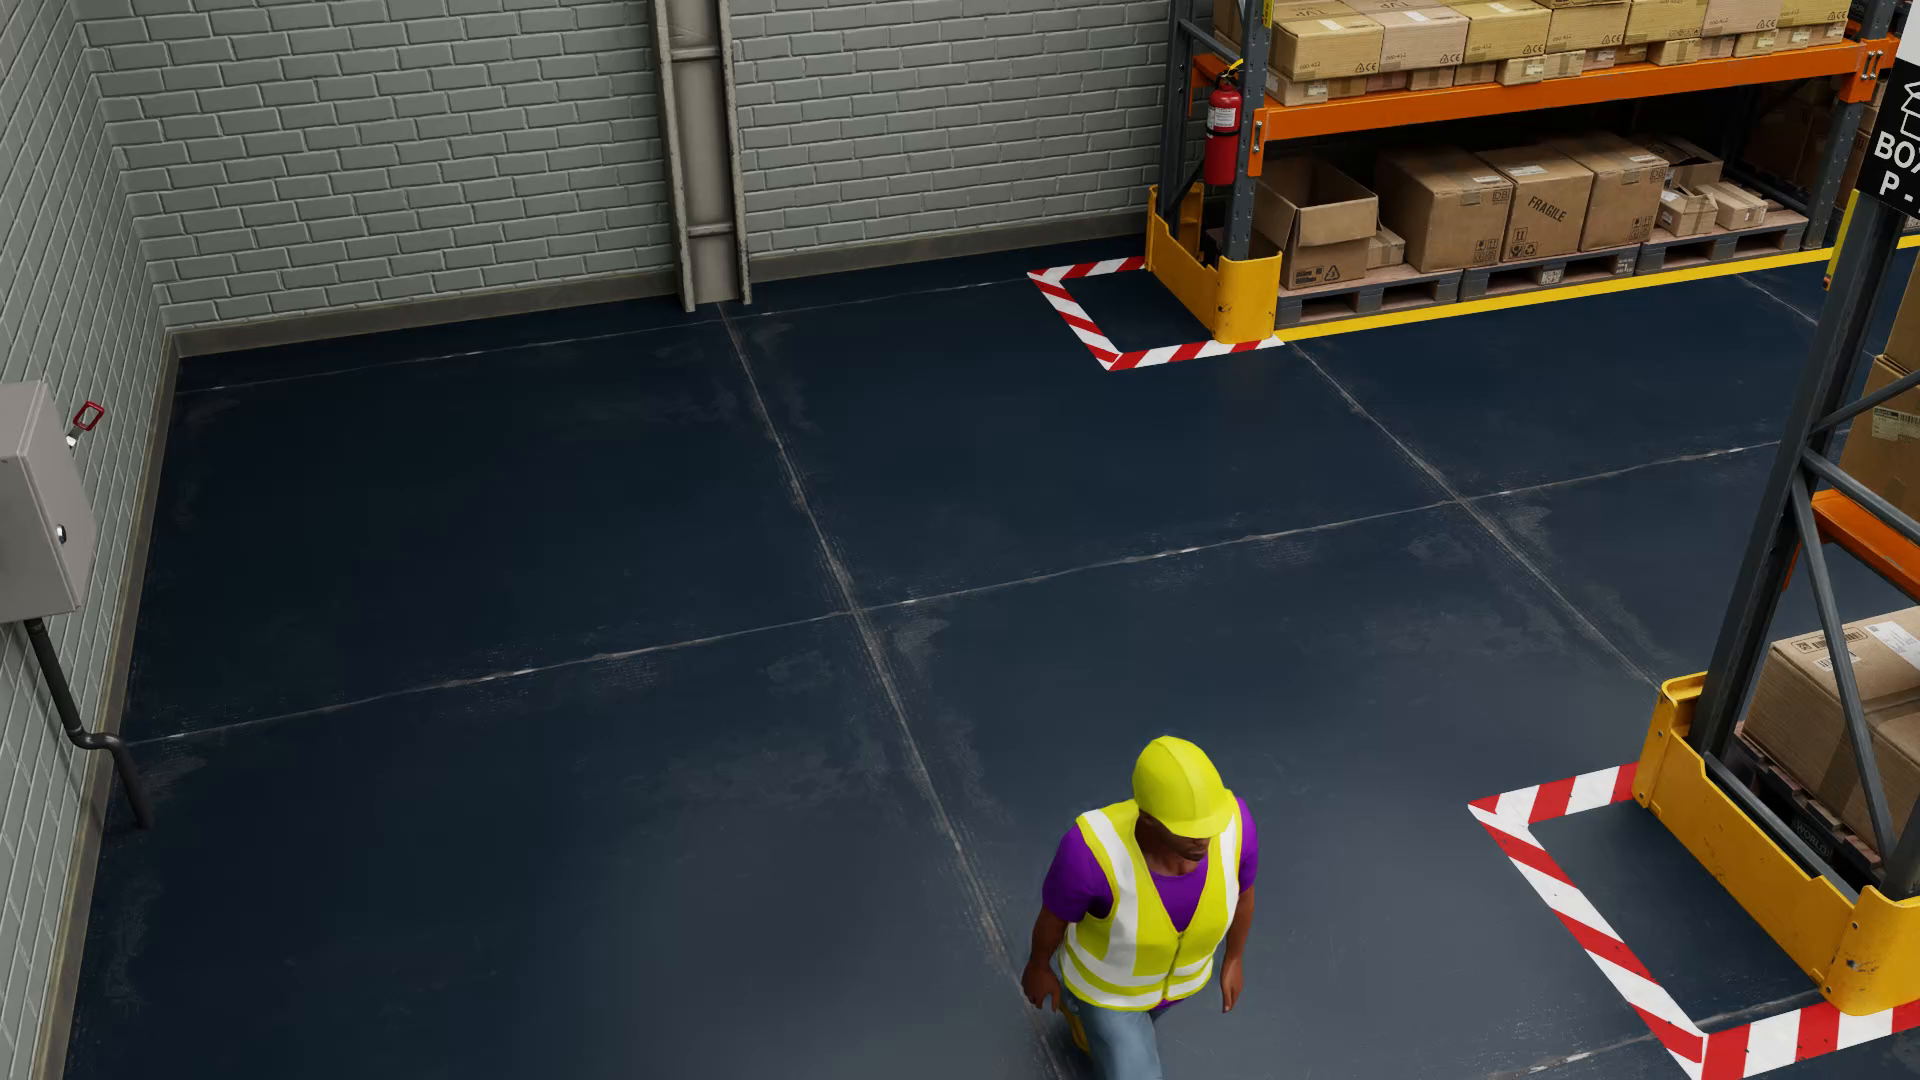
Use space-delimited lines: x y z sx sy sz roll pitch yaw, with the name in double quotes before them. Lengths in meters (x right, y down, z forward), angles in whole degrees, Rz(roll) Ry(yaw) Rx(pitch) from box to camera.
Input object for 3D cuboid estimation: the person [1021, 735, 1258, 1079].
"person" 0.490 1.131 4.481 0.587 1.702 1.132 -14 36 -20
